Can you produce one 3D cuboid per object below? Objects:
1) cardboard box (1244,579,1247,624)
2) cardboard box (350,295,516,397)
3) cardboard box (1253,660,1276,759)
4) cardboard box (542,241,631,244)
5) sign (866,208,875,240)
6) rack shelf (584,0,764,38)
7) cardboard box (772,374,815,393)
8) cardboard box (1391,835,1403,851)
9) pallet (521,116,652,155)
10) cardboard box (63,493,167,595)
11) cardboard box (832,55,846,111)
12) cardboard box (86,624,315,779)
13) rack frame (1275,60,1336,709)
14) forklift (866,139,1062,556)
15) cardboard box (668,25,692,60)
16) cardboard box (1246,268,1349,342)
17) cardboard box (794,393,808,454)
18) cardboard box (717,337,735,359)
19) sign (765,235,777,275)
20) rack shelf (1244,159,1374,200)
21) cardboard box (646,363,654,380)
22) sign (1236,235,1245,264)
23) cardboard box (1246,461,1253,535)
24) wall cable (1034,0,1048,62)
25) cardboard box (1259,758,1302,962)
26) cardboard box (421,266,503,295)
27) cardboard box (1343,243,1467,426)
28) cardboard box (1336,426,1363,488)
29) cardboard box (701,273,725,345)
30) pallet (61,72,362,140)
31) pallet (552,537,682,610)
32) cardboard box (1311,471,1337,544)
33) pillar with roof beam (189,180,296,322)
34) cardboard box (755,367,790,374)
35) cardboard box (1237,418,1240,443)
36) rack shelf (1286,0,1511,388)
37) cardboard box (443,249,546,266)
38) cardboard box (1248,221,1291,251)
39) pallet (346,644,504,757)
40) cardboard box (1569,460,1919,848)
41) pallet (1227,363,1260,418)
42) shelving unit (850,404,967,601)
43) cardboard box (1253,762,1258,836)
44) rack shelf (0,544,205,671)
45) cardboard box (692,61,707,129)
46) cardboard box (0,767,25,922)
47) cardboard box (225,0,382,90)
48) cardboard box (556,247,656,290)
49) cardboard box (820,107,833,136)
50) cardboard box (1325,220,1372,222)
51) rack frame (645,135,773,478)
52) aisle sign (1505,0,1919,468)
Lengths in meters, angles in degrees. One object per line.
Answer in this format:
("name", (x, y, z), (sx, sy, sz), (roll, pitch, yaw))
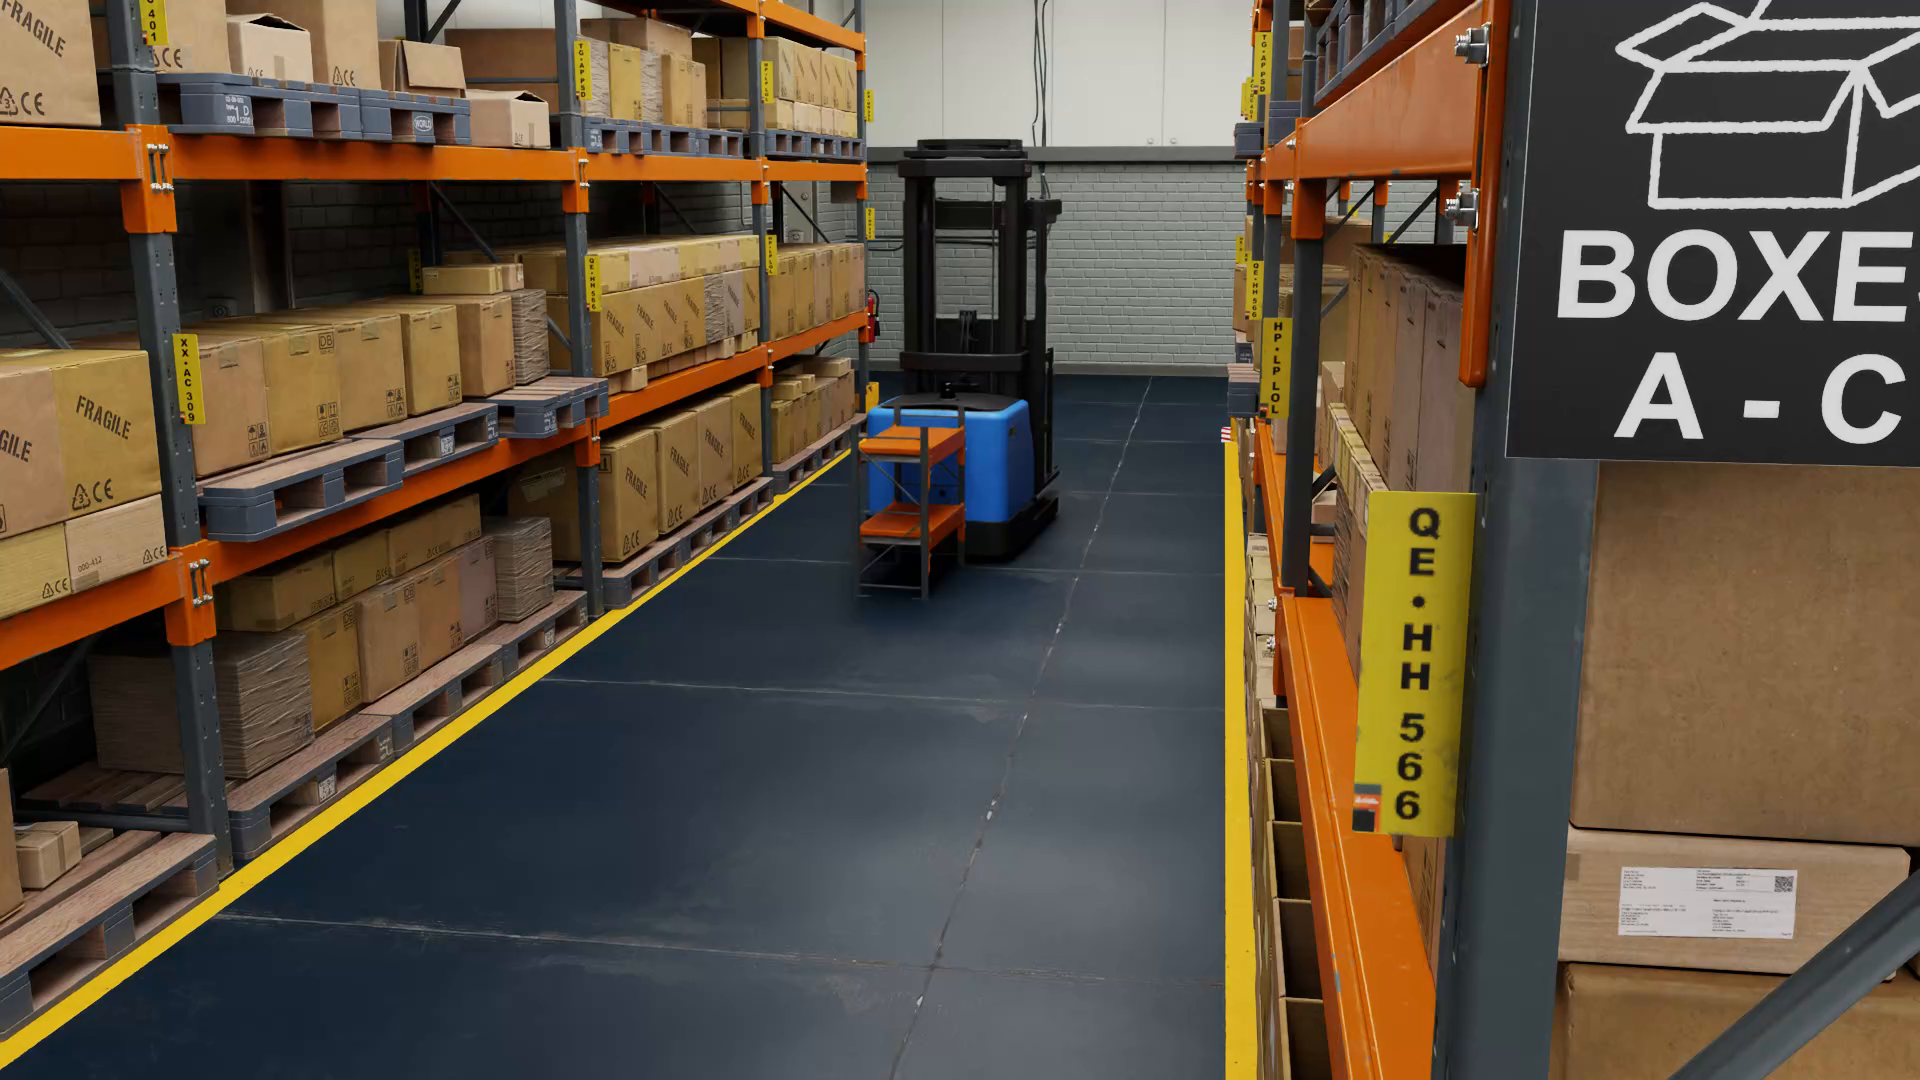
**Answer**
("cardboard box", (1.811, 0.392, 9.085), (0.500, 0.250, 0.500), (2, 12, 8))
("cardboard box", (-2.835, -1.055, 8.986), (0.700, 0.500, 0.500), (1, 12, 3))
("cardboard box", (1.419, 0.649, 6.562), (0.500, 0.311, 0.500), (2, 12, 10))
("cardboard box", (-2.657, -2.000, 11.883), (0.500, 0.250, 0.500), (2, 12, 7))
("sign", (-0.949, -3.333, 17.528), (0.100, 0.325, 0.005), (2, 12, 9))
("rack shelf", (-2.406, -3.808, 11.460), (1.077, 0.370, 4.000), (2, 12, 9))
("cardboard box", (-1.569, -1.466, 15.571), (0.380, 0.149, 0.250), (2, 12, 7))
("cardboard box", (1.271, 0.351, 3.508), (0.700, 0.500, 0.500), (2, 12, 10))
("pallet", (-2.667, -2.516, 10.376), (1.213, 0.211, 1.003), (2, 12, 11))
("cardboard box", (-3.102, -0.002, 5.689), (0.500, 0.250, 0.500), (2, 12, 9))
("cardboard box", (-1.414, -4.420, 16.106), (0.500, 0.500, 0.500), (2, 12, 10))
("cardboard box", (-3.232, 0.680, 7.109), (0.700, 0.500, 0.500), (2, 12, 11))
("rack frame", (1.567, -0.014, 5.437), (1.000, 3.000, 0.127), (2, 12, 9))
("forklift", (0.168, -1.582, 12.878), (1.130, 2.935, 3.031), (3, 12, 13))
("cardboard box", (-2.363, -3.757, 12.624), (0.500, 0.250, 0.500), (3, 12, 13))
("cardboard box", (2.460, -1.697, 12.012), (0.700, 0.500, 0.500), (4, 13, 18))
("cardboard box", (-1.801, -1.079, 15.317), (0.700, 0.500, 0.500), (2, 12, 8))
("cardboard box", (-1.953, -1.484, 12.806), (0.380, 0.149, 0.250), (2, 12, 9))
("sign", (-1.561, -2.351, 13.720), (0.100, 0.325, 0.005), (2, 12, 9))
("rack shelf", (3.105, -3.210, 14.857), (1.077, 0.370, 4.000), (2, 12, 9))
("cardboard box", (-2.314, -1.170, 11.349), (0.380, 0.149, 0.250), (2, 12, 10))
("sign", (2.876, -2.953, 17.019), (0.100, 0.325, 0.005), (2, 12, 9))
("cardboard box", (2.248, -0.259, 11.465), (0.500, 0.500, 0.500), (1, 12, 7))
("wall cable", (2.413, -7.633, 21.936), (3.097, 2.526, 0.112), (2, 12, 9))
("cardboard box", (1.117, 0.949, 4.719), (0.500, 0.500, 0.500), (2, 12, 9))
("cardboard box", (-2.772, -1.447, 9.266), (0.380, 0.149, 0.250), (0, 12, -1))
("cardboard box", (1.505, -0.604, 4.861), (0.700, 0.500, 0.500), (2, 12, 9))
("cardboard box", (1.257, -0.224, 4.636), (0.380, 0.149, 0.250), (2, 12, 7))
("cardboard box", (-2.075, -1.728, 12.400), (0.500, 0.500, 0.500), (2, 12, 9))
("pallet", (-3.128, -1.673, 6.463), (1.213, 0.211, 1.003), (2, 12, 9))
("pallet", (-2.518, 0.195, 11.086), (1.003, 0.211, 1.213), (2, 12, 9))
("cardboard box", (1.520, -0.137, 6.329), (0.396, 0.266, 0.258), (2, 12, 7))
("pillar with roof beam", (0.486, -3.557, 7.637), (9.100, 9.000, 0.400), (2, 12, 9))
("cardboard box", (-1.864, -1.592, 16.155), (0.380, 0.149, 0.250), (2, 12, 9))
("cardboard box", (2.895, -1.071, 15.823), (0.500, 0.250, 0.500), (2, 12, 9))
("rack shelf", (1.259, -0.712, 3.265), (1.077, 0.370, 4.000), (2, 12, 9))
("cardboard box", (-2.900, -1.680, 10.396), (0.500, 0.250, 0.500), (2, 12, 10))
("cardboard box", (2.695, -2.437, 14.072), (0.500, 0.500, 0.500), (2, 12, 8))
("pallet", (-3.025, 0.773, 8.407), (1.003, 0.211, 1.213), (2, 12, 9))
("cardboard box", (1.044, 0.028, 1.927), (0.700, 0.500, 0.500), (2, 12, 9))
("pallet", (2.217, -0.896, 9.987), (1.213, 0.211, 1.003), (2, 12, 9))
("shelving unit", (-0.330, -0.277, 11.108), (0.538, 1.125, 1.048), (3, 12, 13))
("cardboard box", (1.344, 1.029, 6.127), (0.500, 0.250, 0.500), (2, 12, 8))
("rack shelf", (-3.636, 0.594, 4.323), (1.077, 0.370, 4.000), (2, 12, 9))
("cardboard box", (-2.342, -3.390, 12.700), (0.700, 0.500, 0.500), (1, 12, 6))
("cardboard box", (-3.449, 1.051, 5.387), (0.500, 0.500, 0.500), (1, 12, 4))
("cardboard box", (-2.976, -2.262, 7.515), (0.500, 0.500, 0.500), (1, 12, 7))
("cardboard box", (-2.307, -1.775, 10.838), (0.500, 0.250, 0.500), (2, 12, 8))
("cardboard box", (-1.488, -3.941, 15.661), (0.500, 0.250, 0.500), (2, 12, 7))
("cardboard box", (3.306, -2.520, 14.457), (0.500, 0.500, 0.500), (2, 12, 7))
("rack frame", (-2.098, -1.839, 13.906), (1.000, 3.000, 0.127), (2, 12, 9))
("aisle sign", (0.651, -0.448, 1.281), (0.394, 0.787, 0.004), (2, 12, 9))
